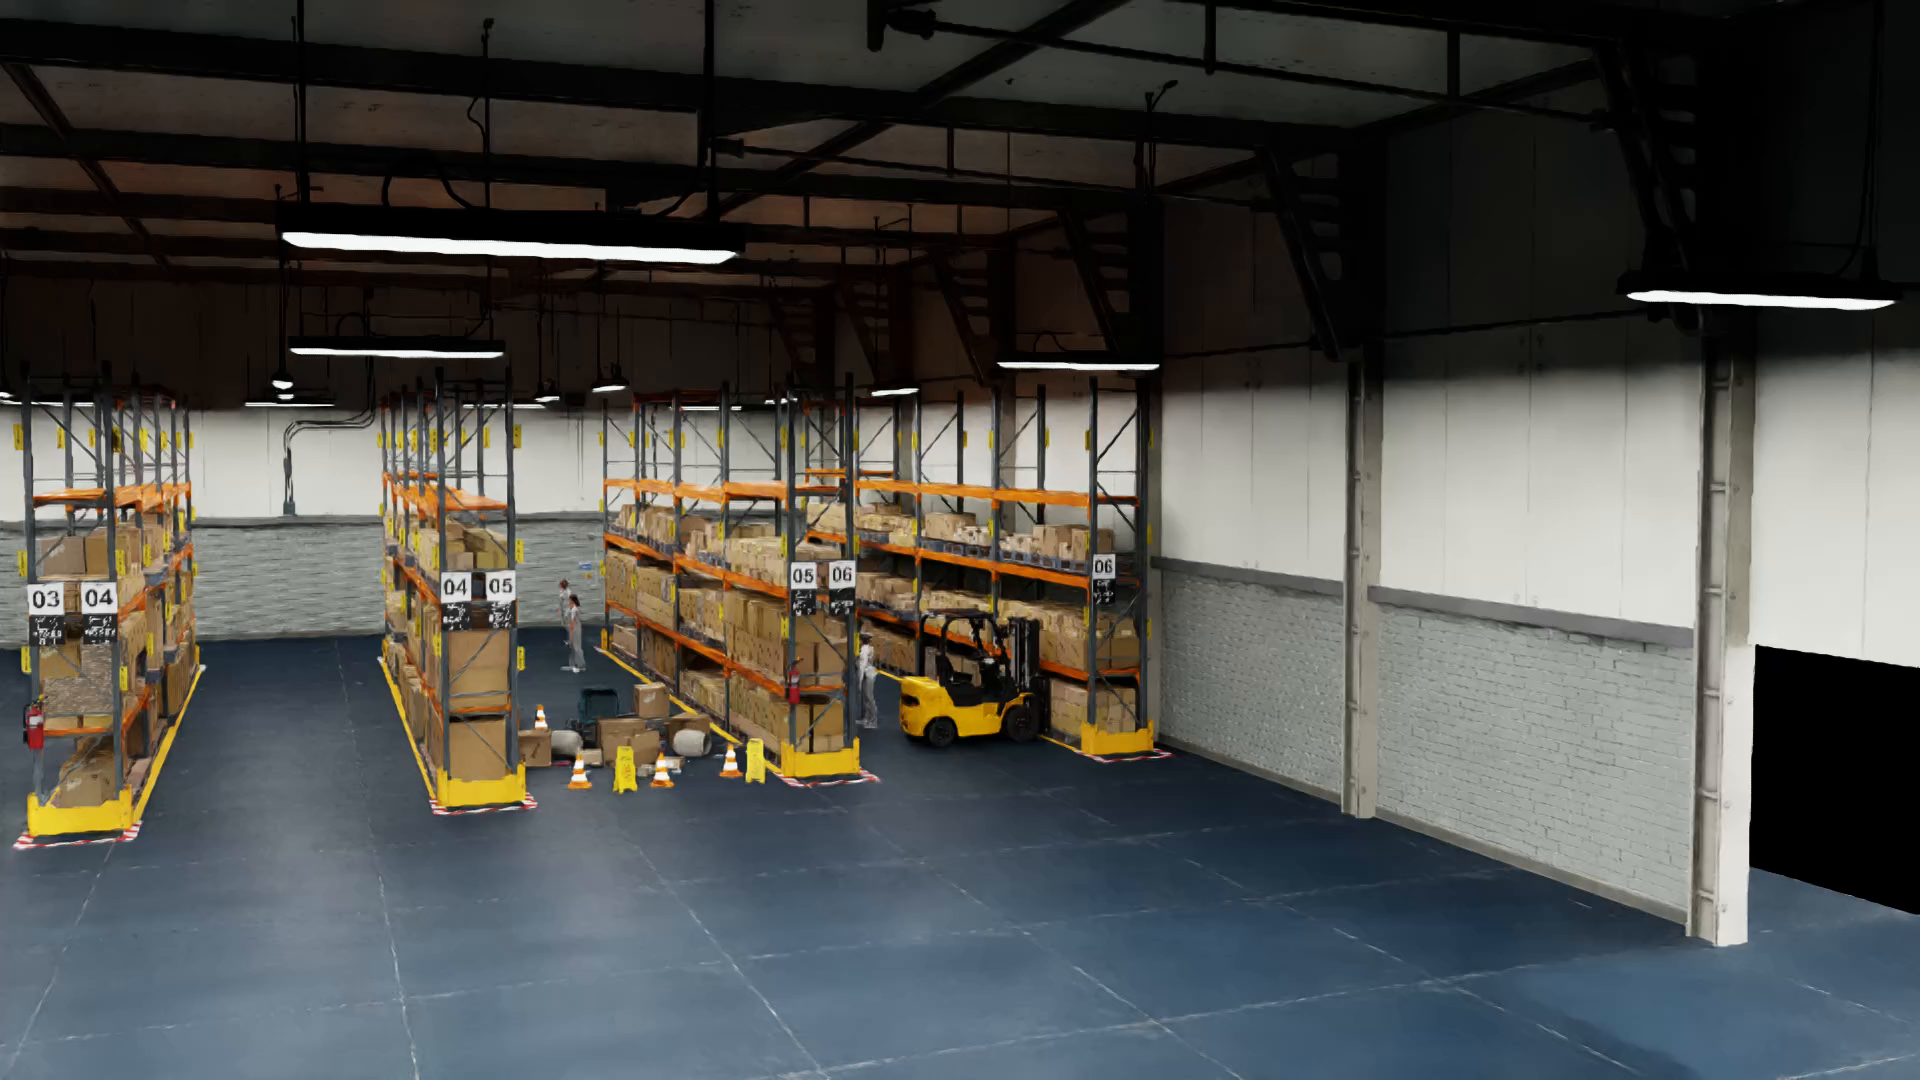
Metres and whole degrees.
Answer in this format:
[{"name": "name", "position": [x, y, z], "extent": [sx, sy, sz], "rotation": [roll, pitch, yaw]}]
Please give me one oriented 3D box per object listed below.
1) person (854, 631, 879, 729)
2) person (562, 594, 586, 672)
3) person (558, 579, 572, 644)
[{"name": "person", "position": [-1.659, 2.417, 28.887], "extent": [0.543, 1.667, 0.572], "rotation": [1, 3, 10]}, {"name": "person", "position": [-8.346, 1.992, 35.898], "extent": [0.540, 1.668, 0.523], "rotation": [0, 3, -4]}, {"name": "person", "position": [-9.633, 1.747, 40.748], "extent": [0.402, 1.583, 0.533], "rotation": [-3, 5, -45]}]
